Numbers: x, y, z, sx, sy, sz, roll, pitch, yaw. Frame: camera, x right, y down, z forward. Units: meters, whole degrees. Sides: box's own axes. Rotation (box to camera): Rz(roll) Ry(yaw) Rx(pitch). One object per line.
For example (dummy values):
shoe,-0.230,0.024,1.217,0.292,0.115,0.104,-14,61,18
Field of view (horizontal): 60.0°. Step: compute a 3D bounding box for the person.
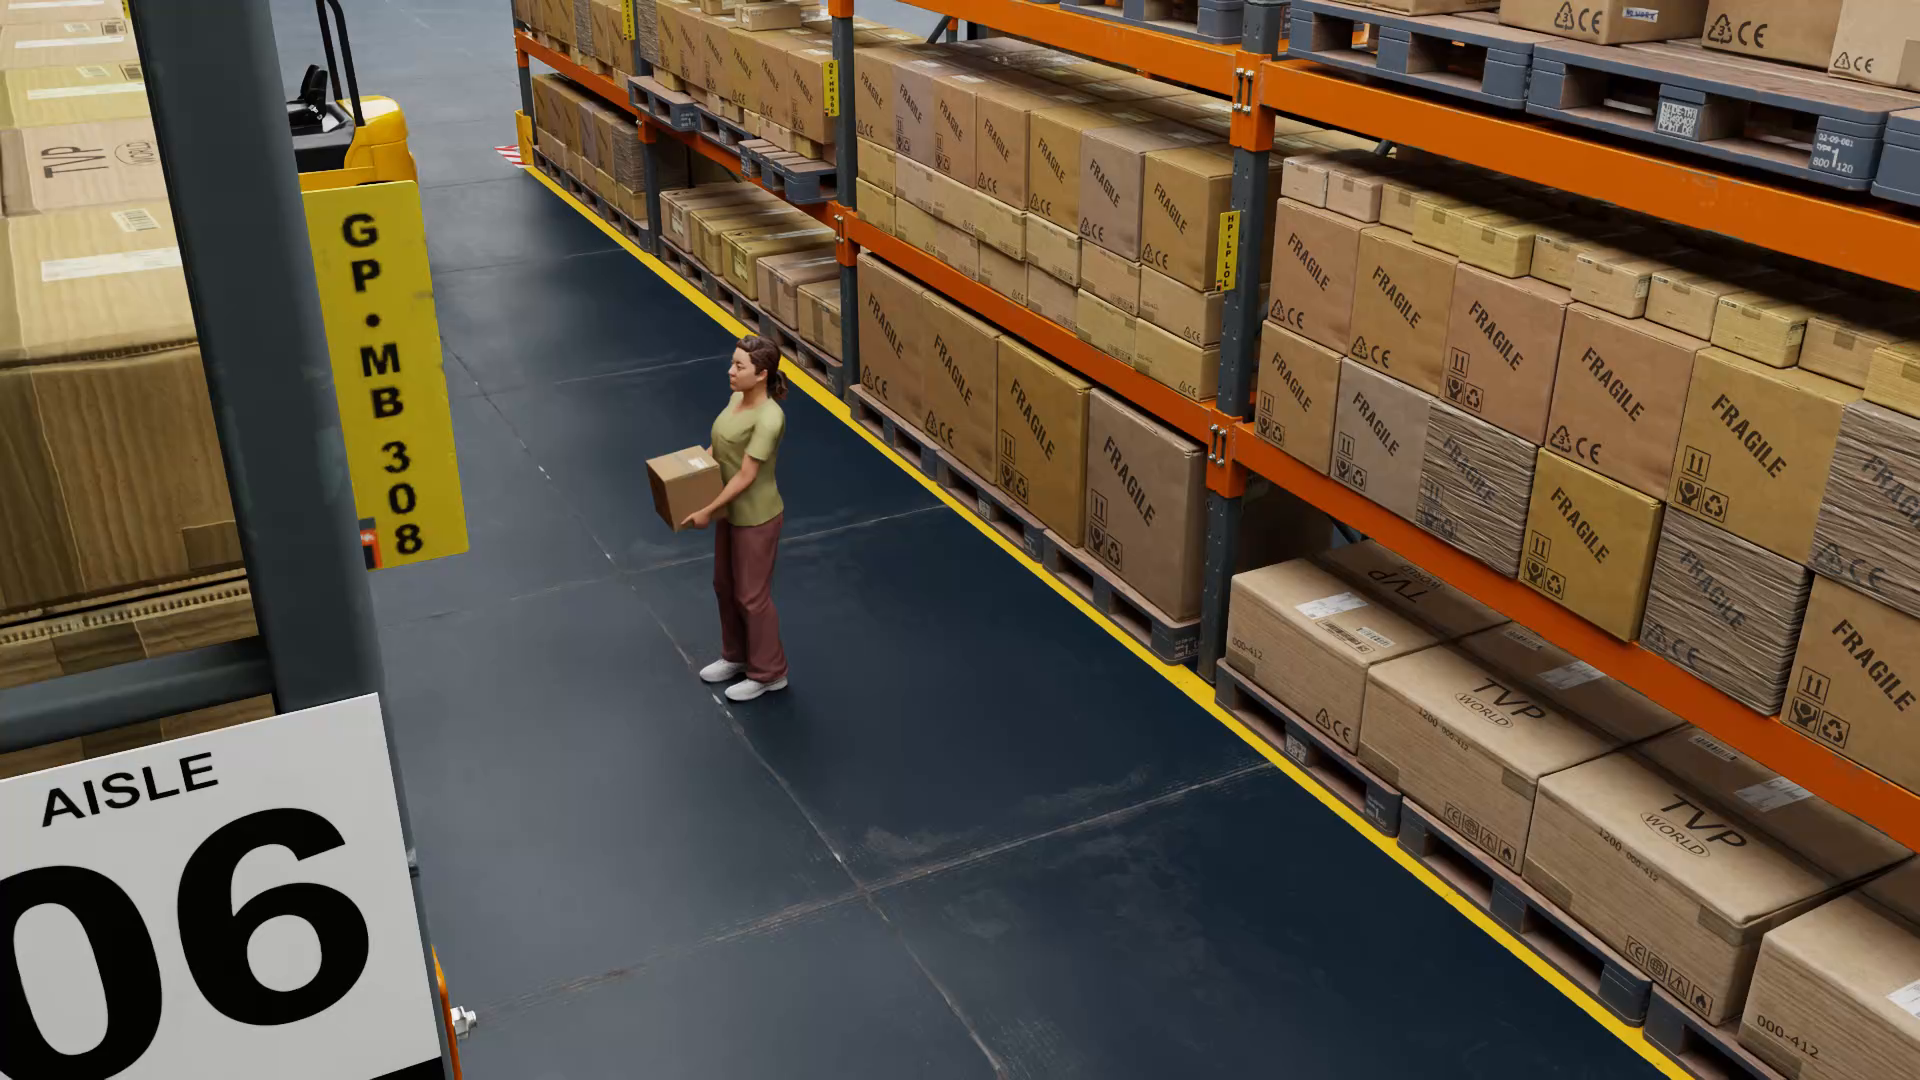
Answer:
person,-0.991,-0.089,7.312,0.561,1.662,0.426,-13,28,-24
